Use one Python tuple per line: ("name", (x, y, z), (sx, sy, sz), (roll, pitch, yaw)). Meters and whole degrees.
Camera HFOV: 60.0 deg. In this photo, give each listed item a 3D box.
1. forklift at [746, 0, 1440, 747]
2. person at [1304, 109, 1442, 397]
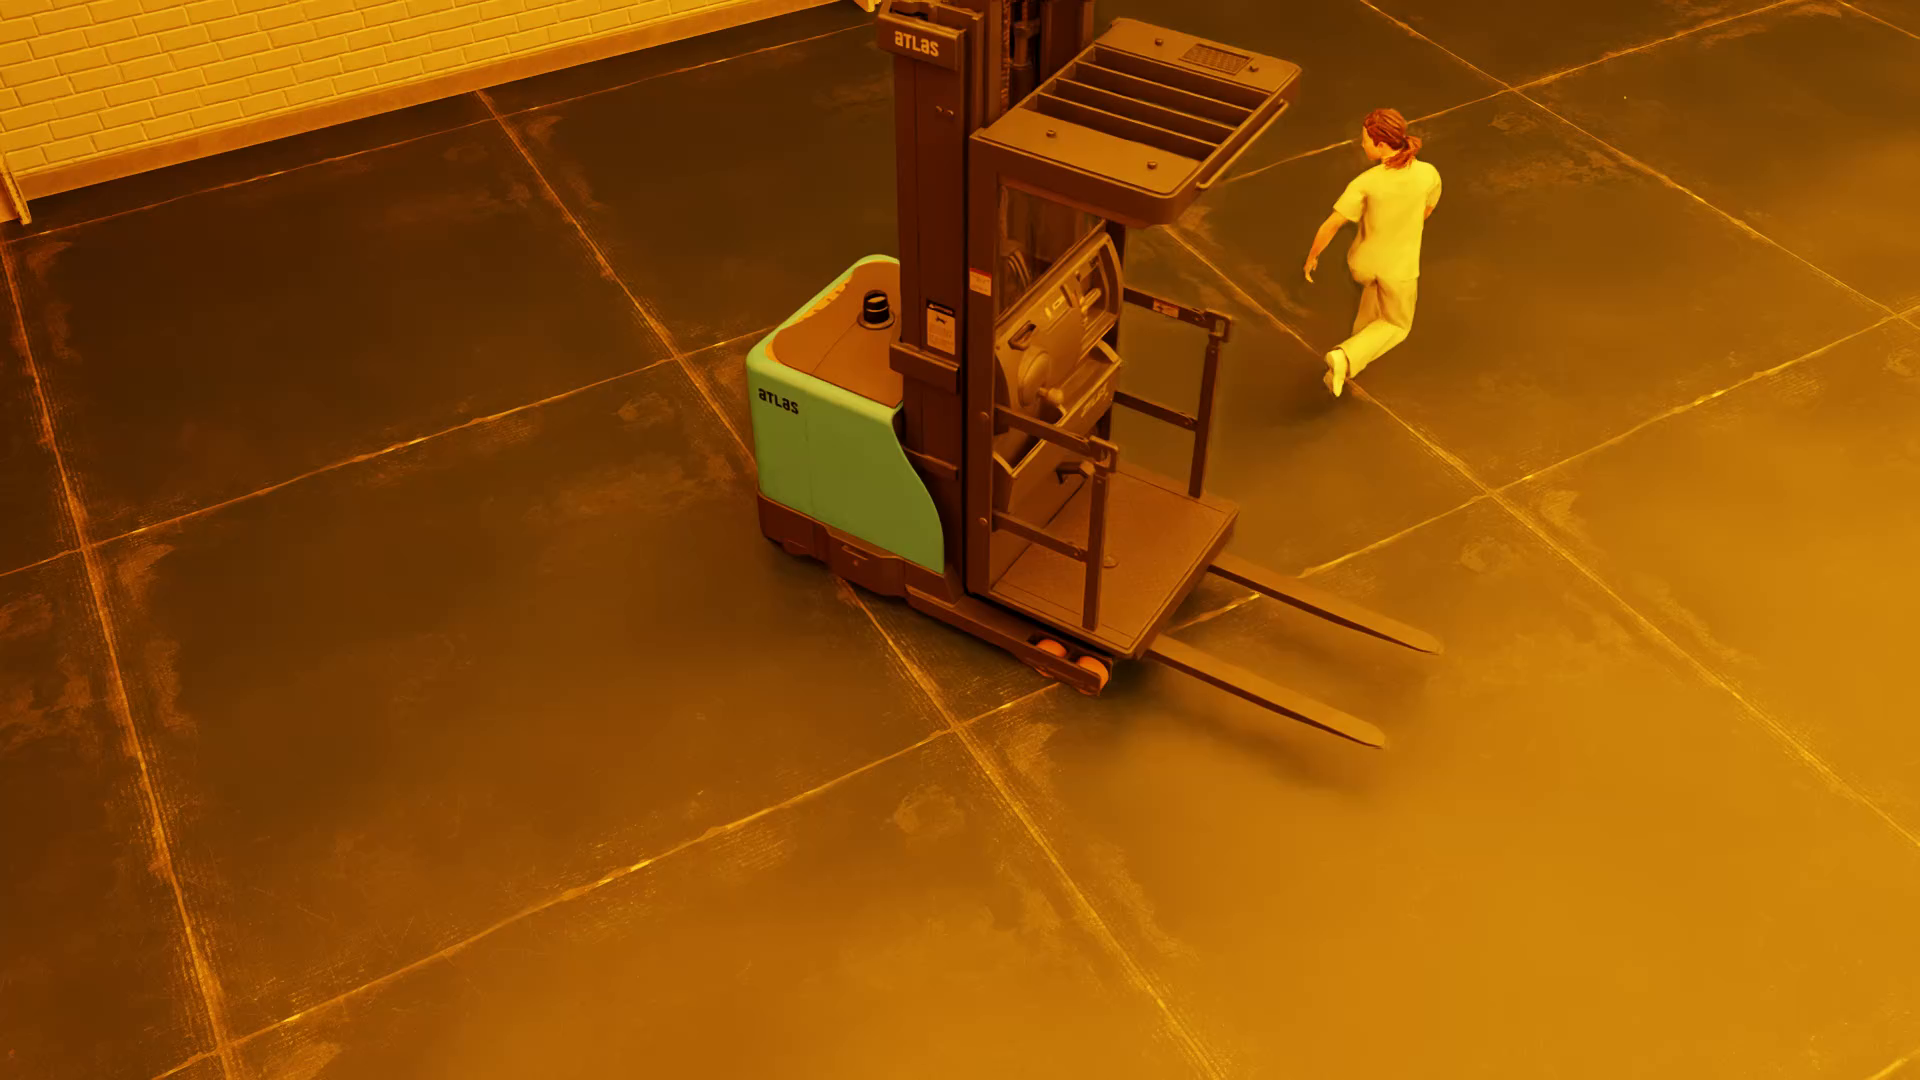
("forklift", (0.580, -0.826, 6.589), (3.031, 2.935, 1.130), (23, 48, 23))
("person", (2.046, -1.434, 8.362), (0.569, 1.459, 0.776), (17, 46, 18))
